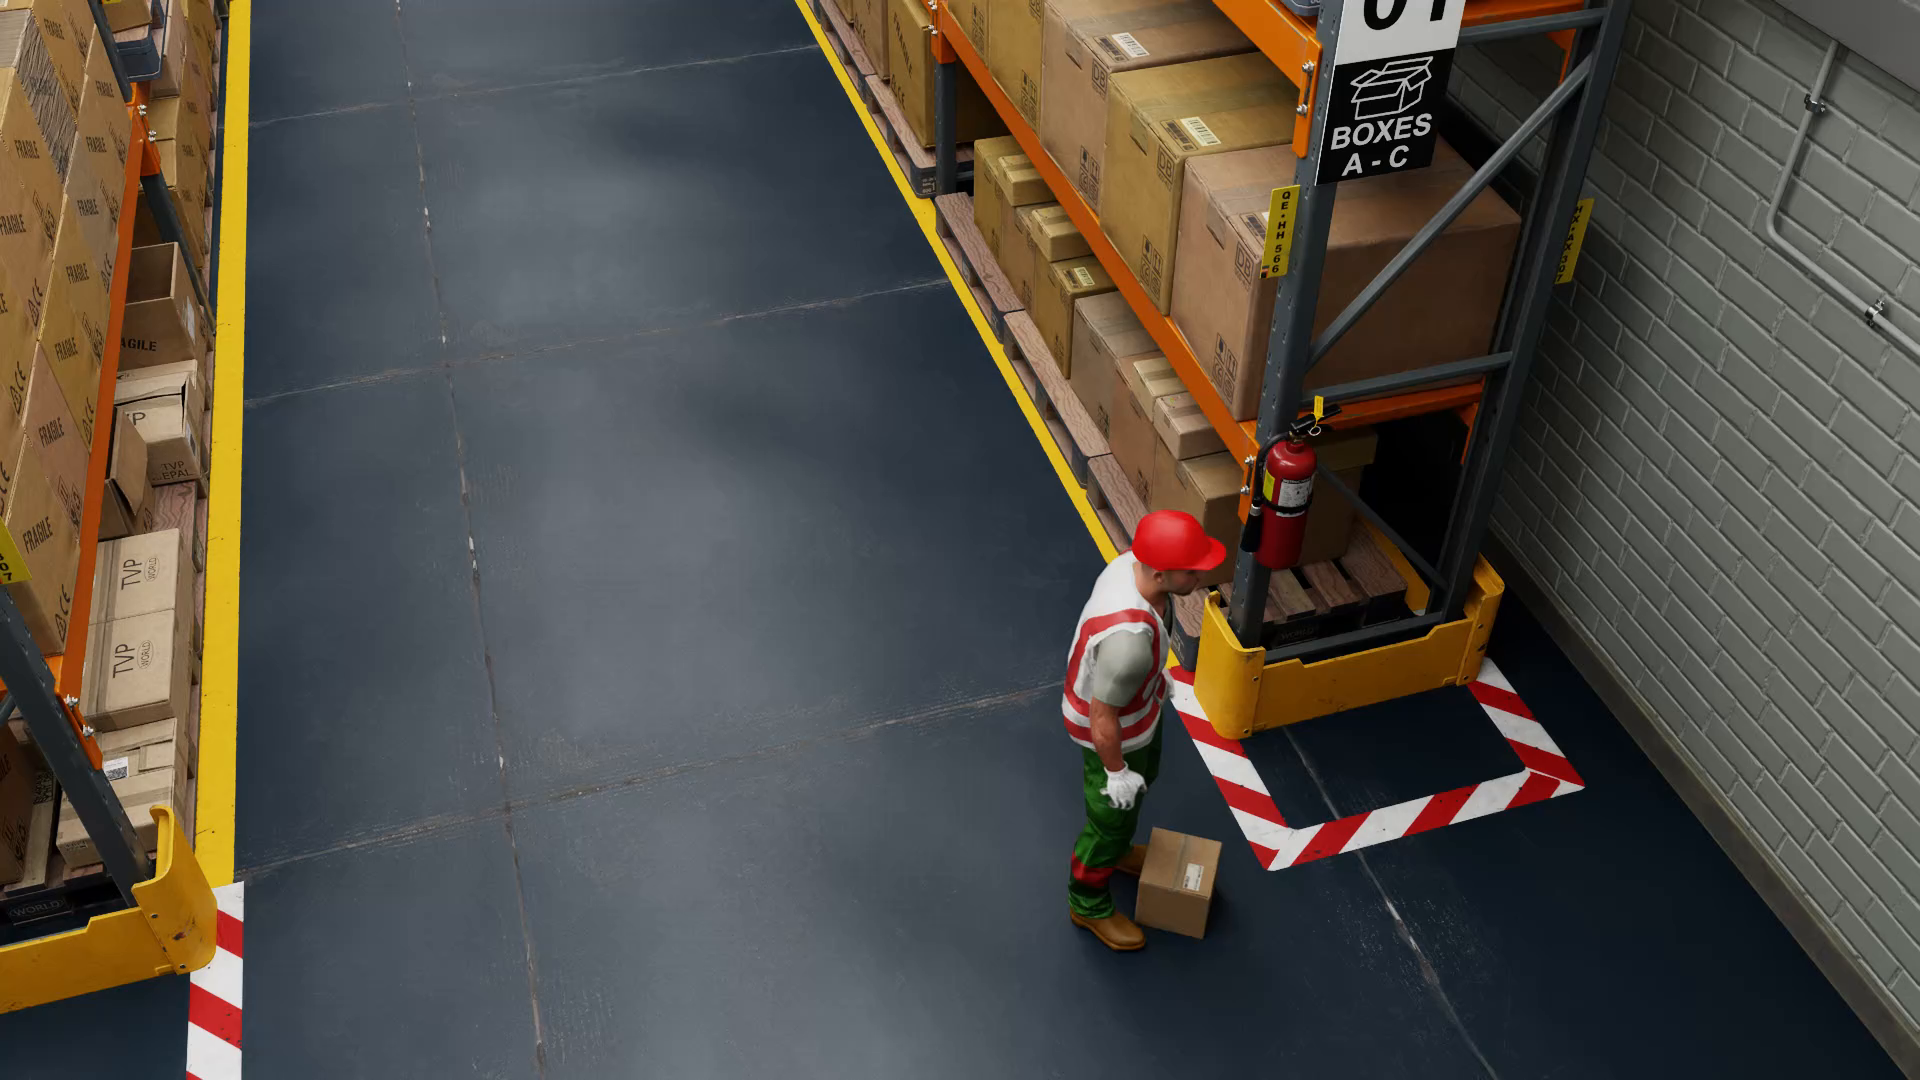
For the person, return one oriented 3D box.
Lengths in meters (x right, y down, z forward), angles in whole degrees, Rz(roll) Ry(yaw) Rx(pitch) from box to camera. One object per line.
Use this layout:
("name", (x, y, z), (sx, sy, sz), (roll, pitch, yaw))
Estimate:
("person", (0.570, 0.594, 5.485), (0.449, 1.780, 0.623), (12, 43, 14))
